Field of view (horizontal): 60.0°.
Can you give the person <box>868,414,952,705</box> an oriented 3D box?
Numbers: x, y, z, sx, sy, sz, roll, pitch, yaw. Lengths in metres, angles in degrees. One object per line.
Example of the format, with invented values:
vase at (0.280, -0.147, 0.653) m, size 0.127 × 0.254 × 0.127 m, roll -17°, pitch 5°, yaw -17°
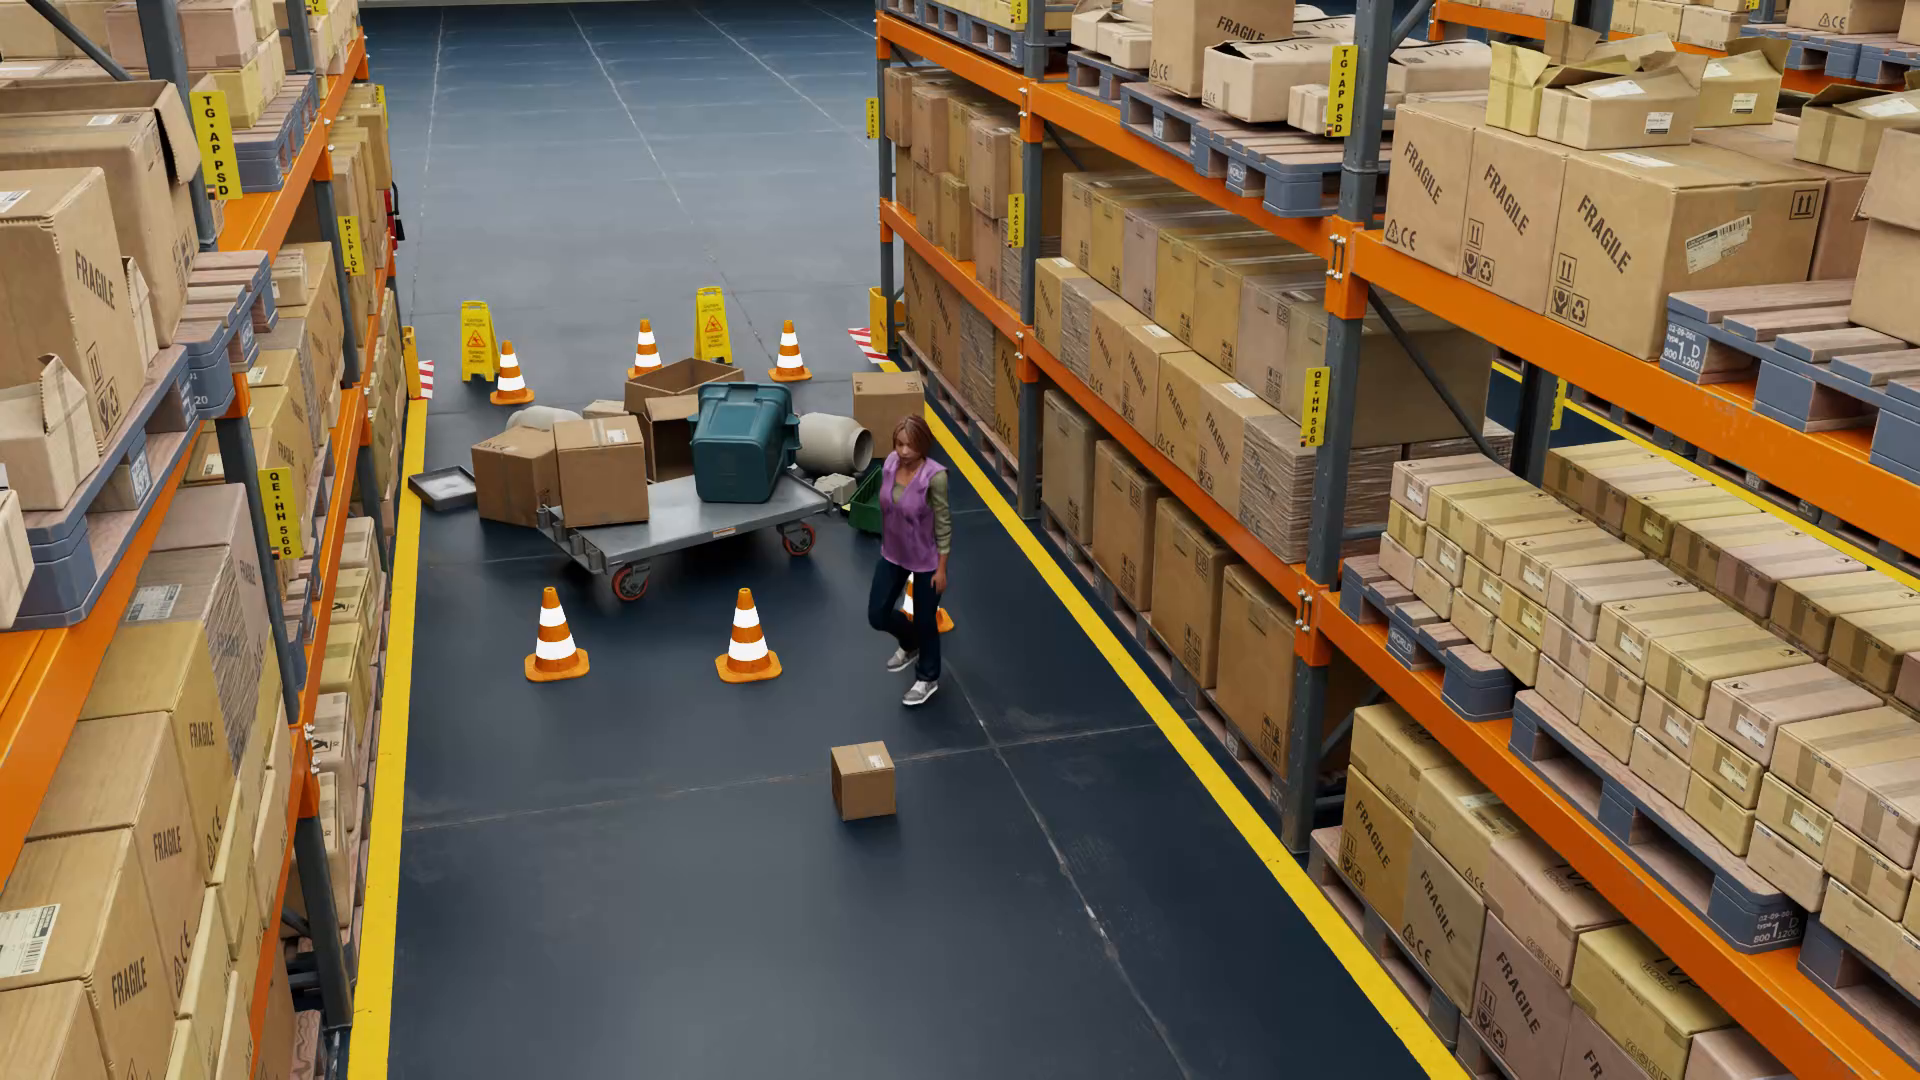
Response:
person at (-0.218, 0.091, 8.363) m, size 0.474 × 1.592 × 0.443 m, roll 14°, pitch 27°, yaw 30°
